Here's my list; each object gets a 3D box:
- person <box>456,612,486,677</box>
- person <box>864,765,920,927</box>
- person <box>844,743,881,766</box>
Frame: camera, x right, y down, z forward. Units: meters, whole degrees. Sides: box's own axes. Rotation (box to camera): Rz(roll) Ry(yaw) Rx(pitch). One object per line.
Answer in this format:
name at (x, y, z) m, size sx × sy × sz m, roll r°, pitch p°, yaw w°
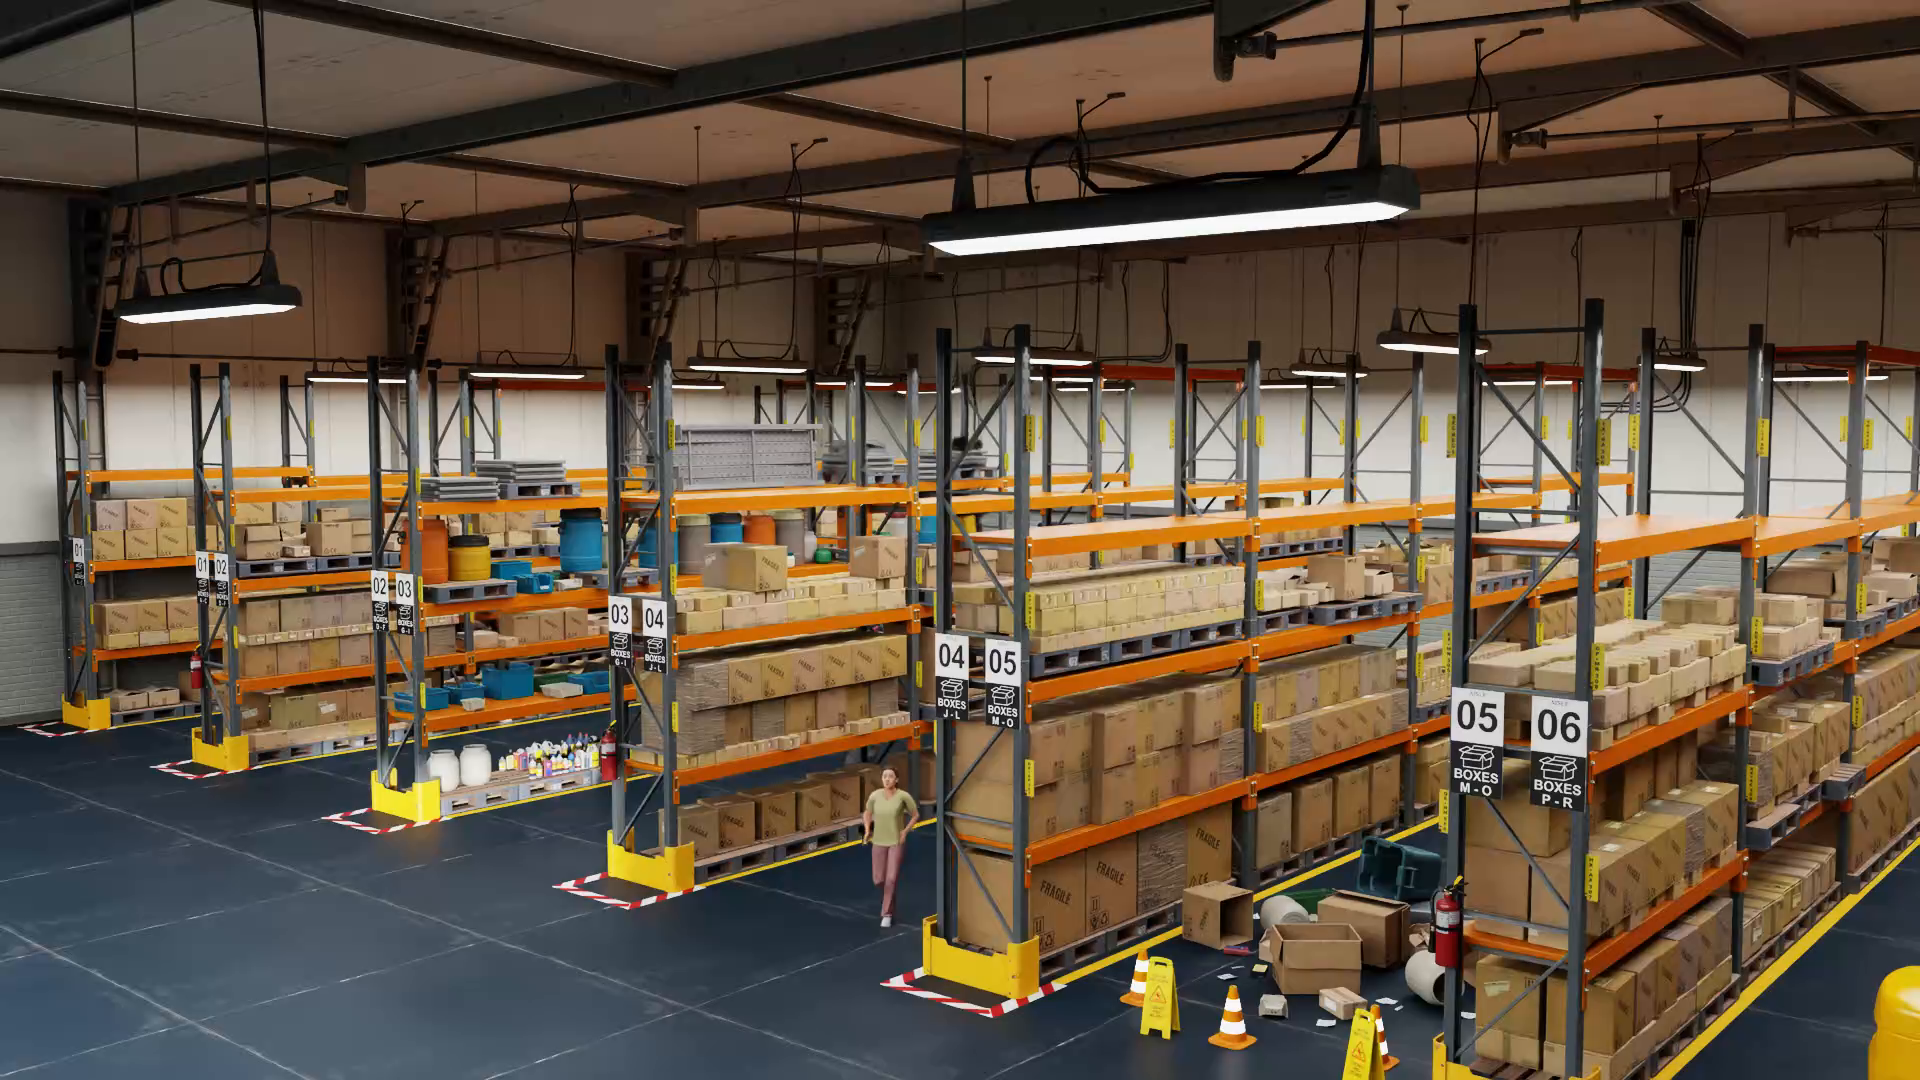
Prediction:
person at (-8.964, 2.089, 30.573) m, size 0.704 × 1.735 × 0.710 m, roll 3°, pitch 5°, yaw 33°
person at (-0.714, 3.121, 17.161) m, size 0.585 × 1.629 × 0.624 m, roll 1°, pitch 4°, yaw 8°
person at (-1.433, 2.495, 25.054) m, size 0.636 × 1.836 × 0.827 m, roll 2°, pitch 5°, yaw 27°
